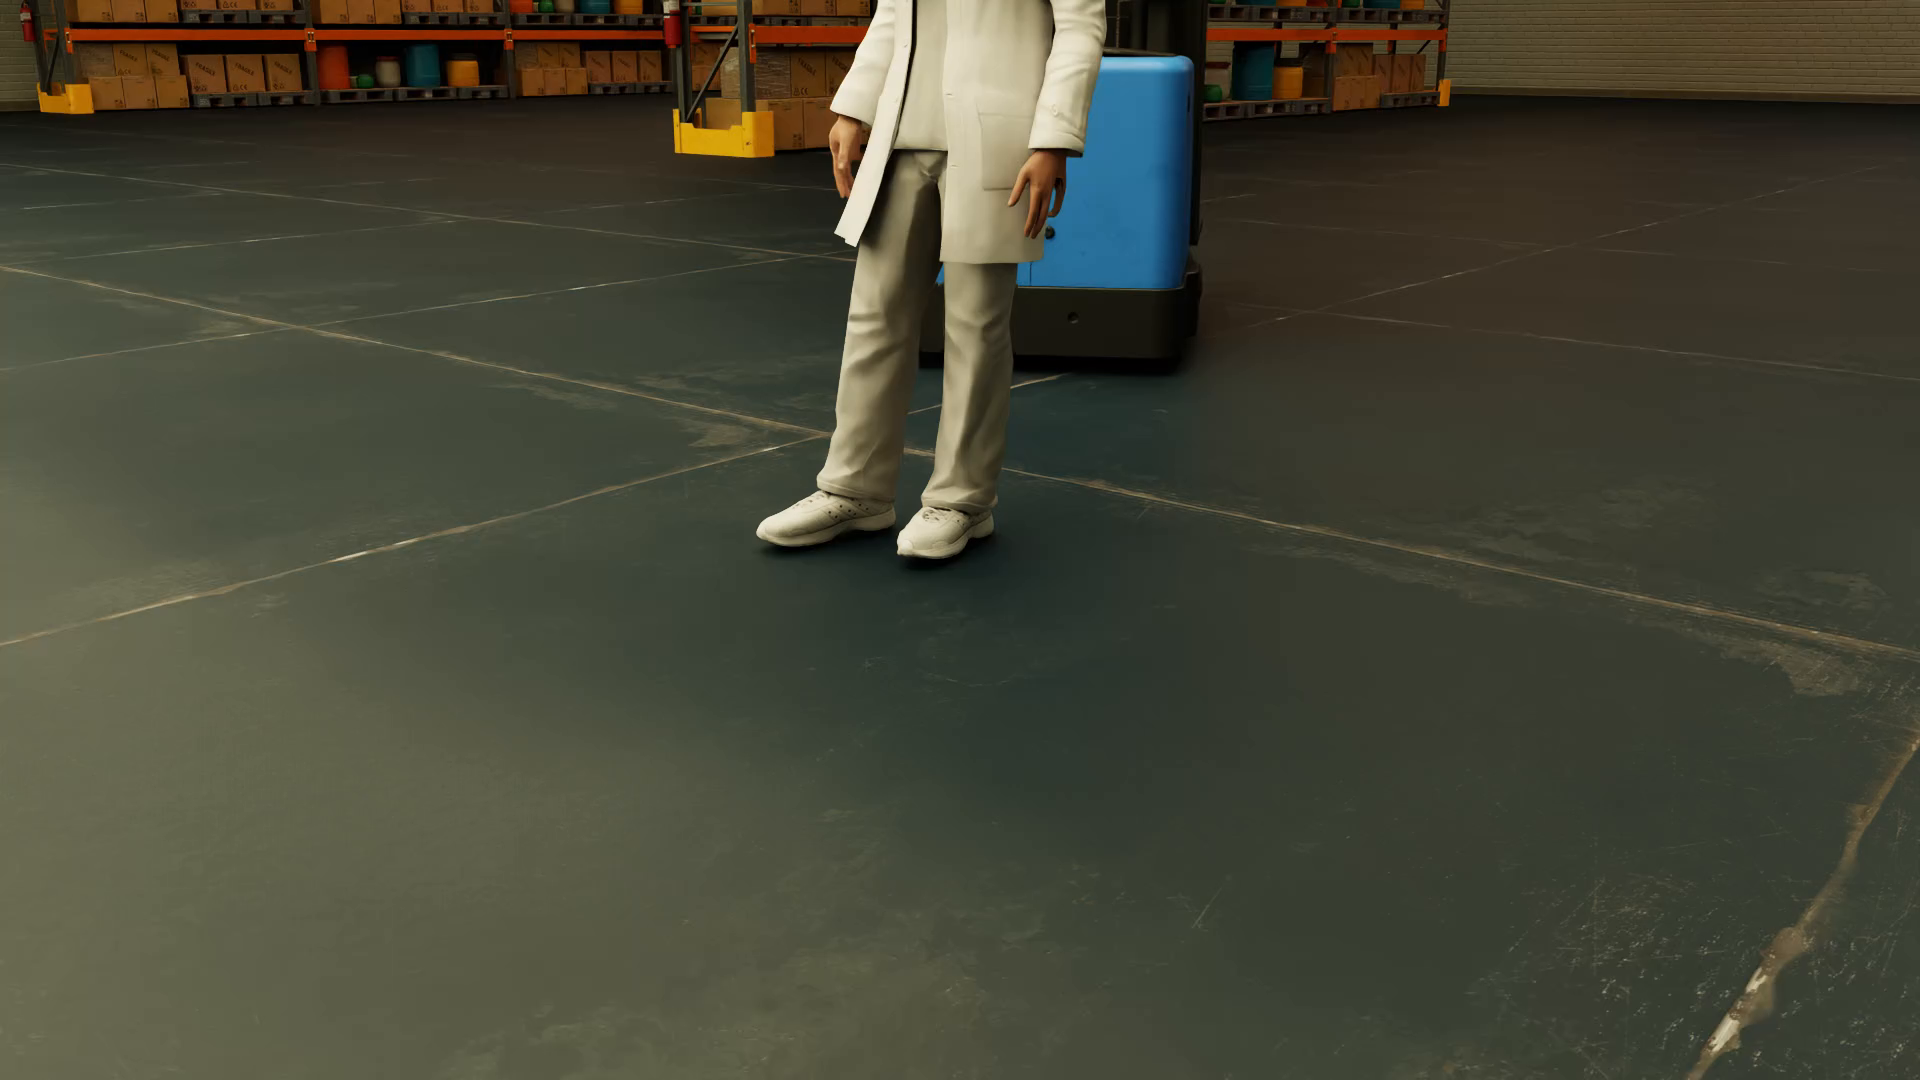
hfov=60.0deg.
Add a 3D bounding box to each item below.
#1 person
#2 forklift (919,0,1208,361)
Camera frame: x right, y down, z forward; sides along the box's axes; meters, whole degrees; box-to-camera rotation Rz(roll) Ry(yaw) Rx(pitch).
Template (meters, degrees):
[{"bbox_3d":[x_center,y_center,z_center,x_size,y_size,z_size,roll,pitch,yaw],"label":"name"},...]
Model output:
[{"bbox_3d":[-0.061,-0.838,3.618,0.696,1.776,0.581,13,21,37],"label":"person"},{"bbox_3d":[0.487,-2.413,6.844,1.130,2.935,3.031,3,17,9],"label":"forklift"}]
